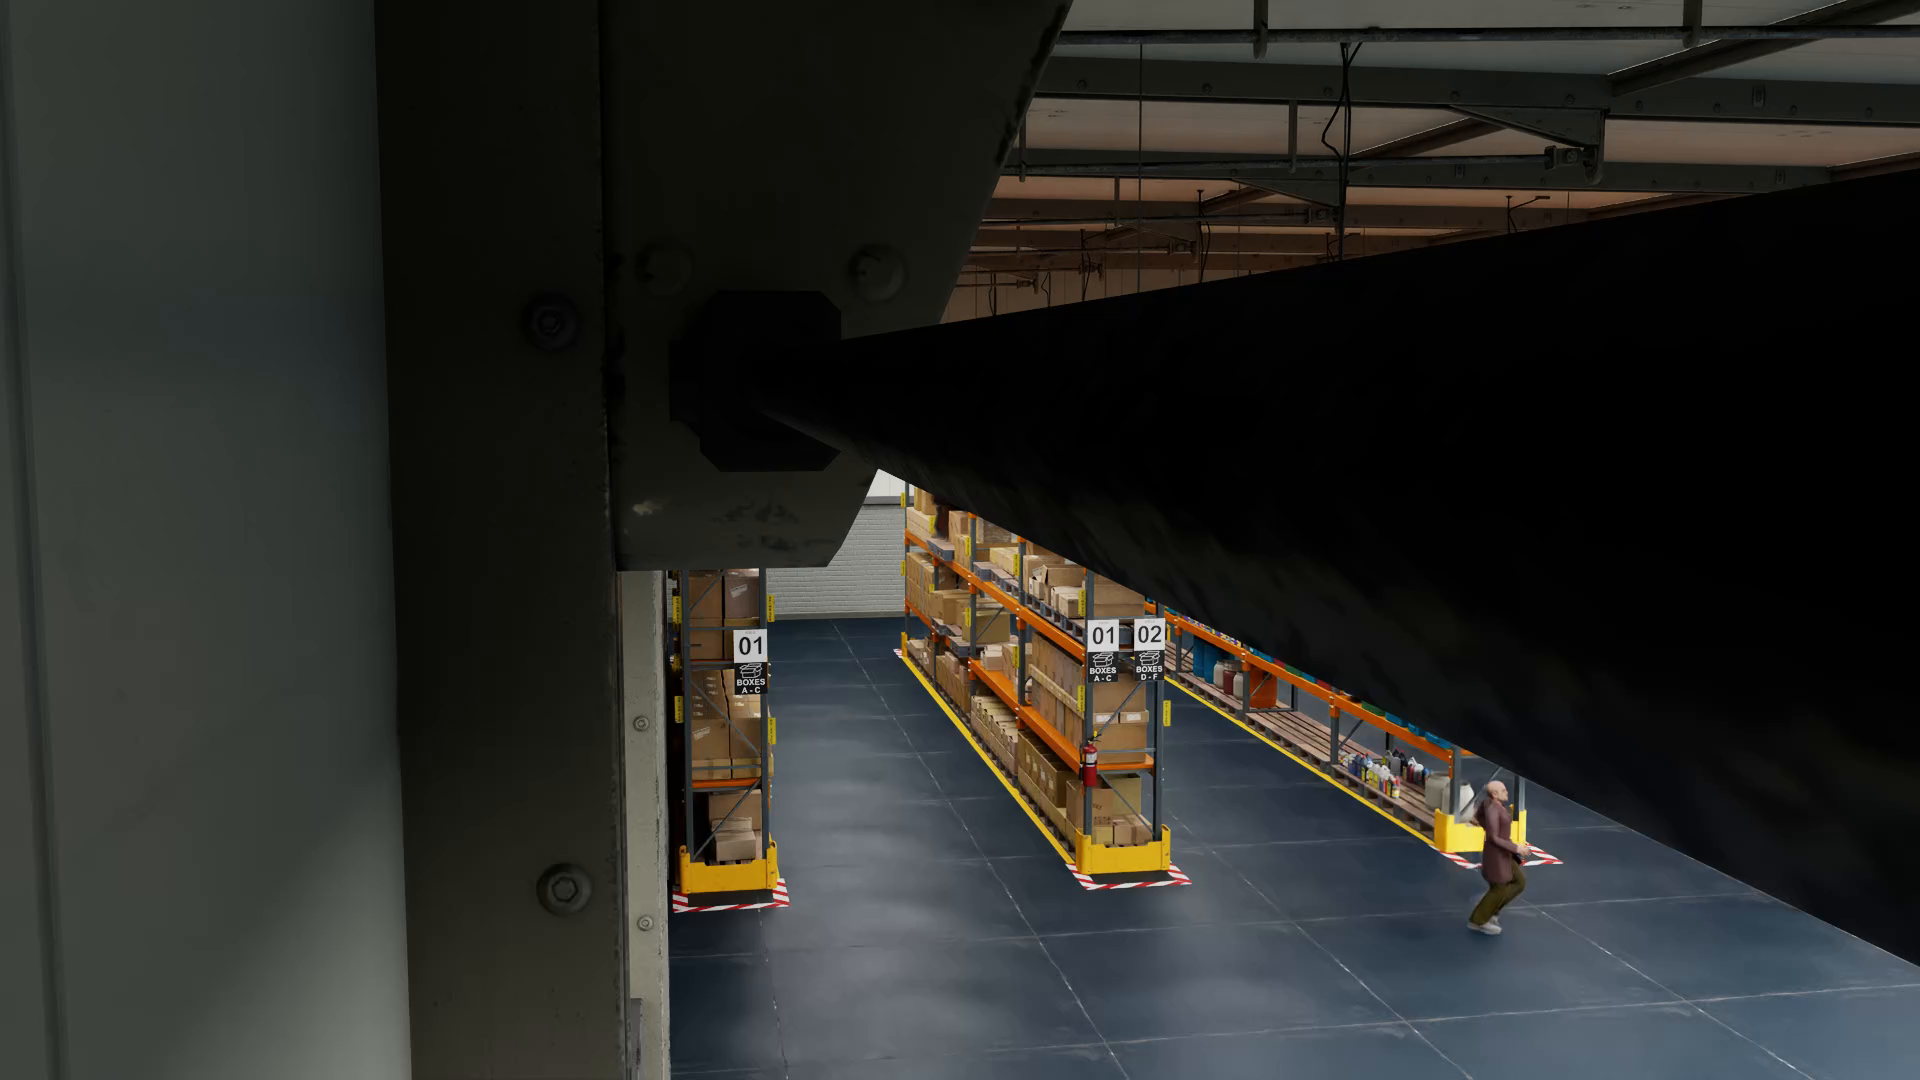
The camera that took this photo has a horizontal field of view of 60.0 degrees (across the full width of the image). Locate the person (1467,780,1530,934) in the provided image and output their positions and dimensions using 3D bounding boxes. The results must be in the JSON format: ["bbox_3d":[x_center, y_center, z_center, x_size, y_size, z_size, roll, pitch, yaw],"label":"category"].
[{"bbox_3d":[6.032,3.537,18.596,0.646,1.736,0.722,2,6,19],"label":"person"}]
